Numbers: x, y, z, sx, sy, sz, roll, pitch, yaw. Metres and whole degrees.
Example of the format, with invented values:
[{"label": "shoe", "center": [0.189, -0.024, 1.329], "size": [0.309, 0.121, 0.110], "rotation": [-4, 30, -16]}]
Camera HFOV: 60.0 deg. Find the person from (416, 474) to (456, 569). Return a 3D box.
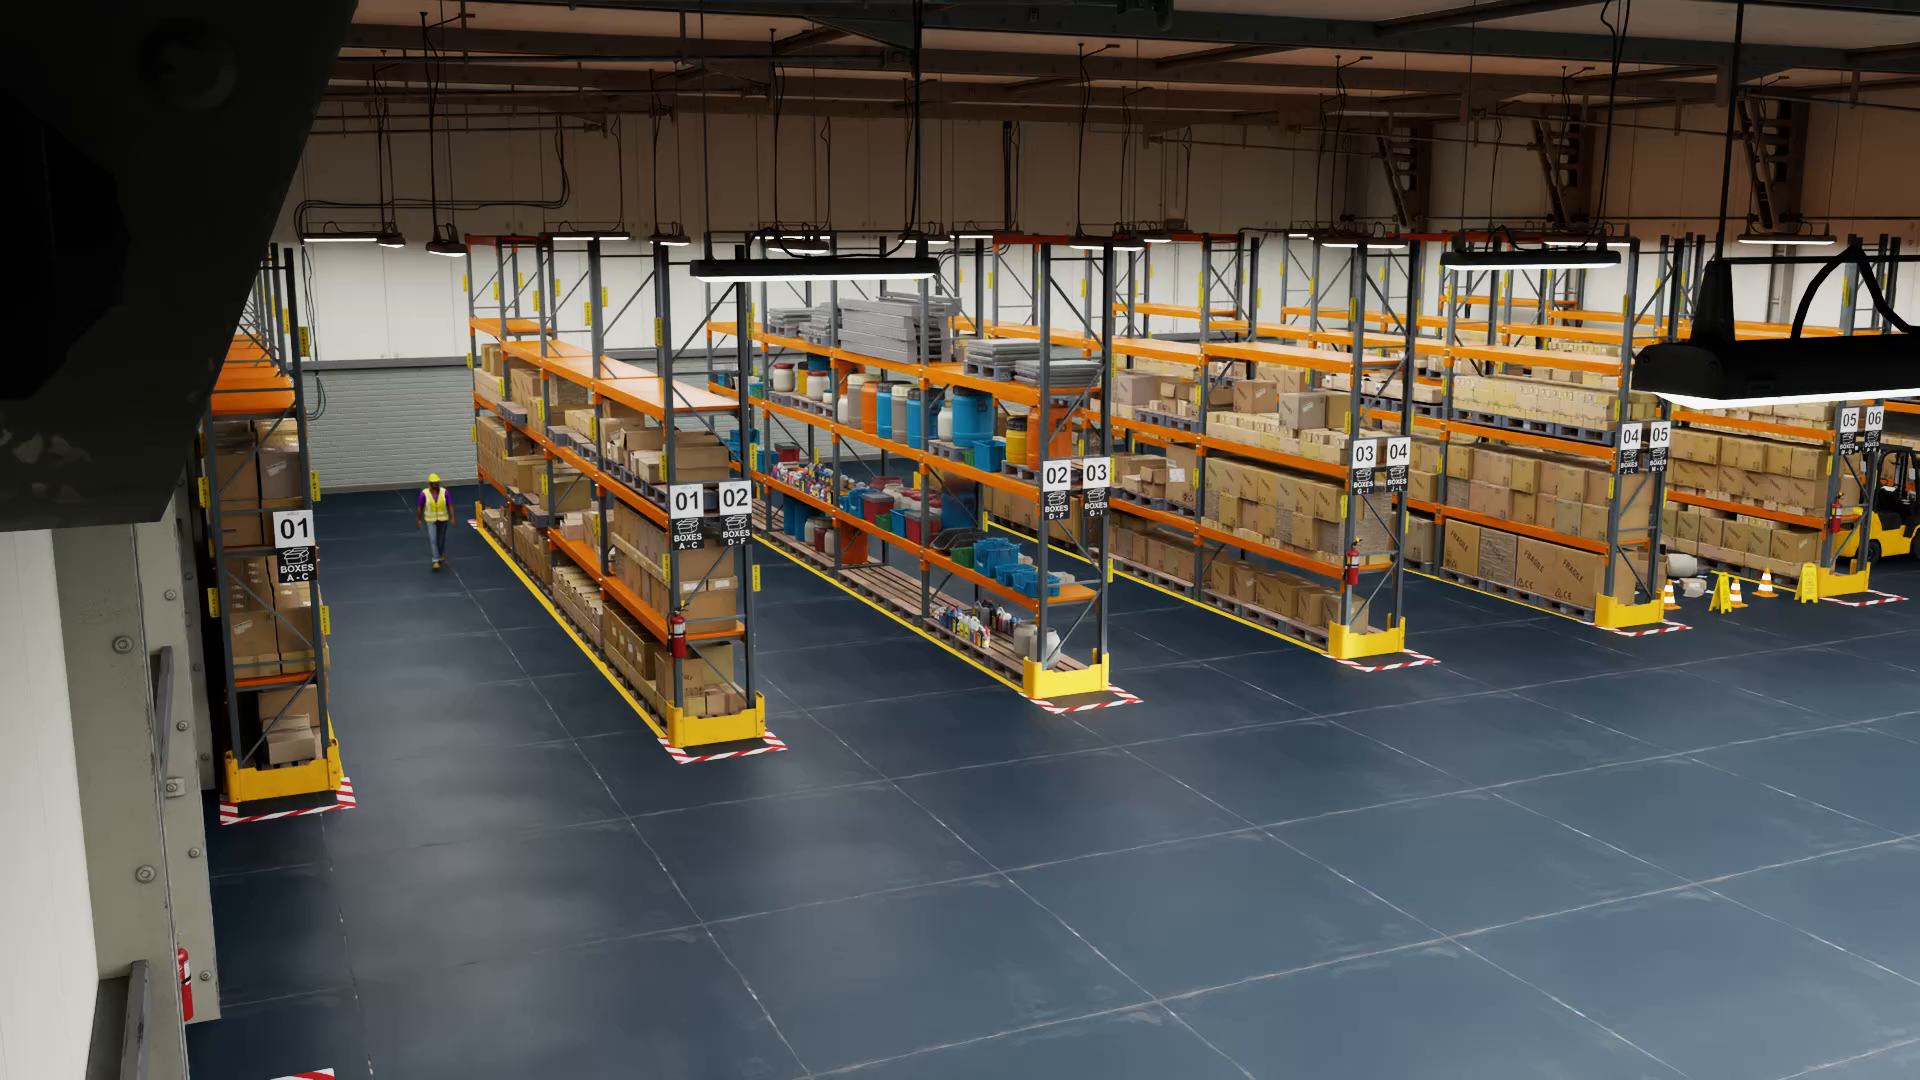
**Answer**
[{"label": "person", "center": [-9.589, -0.364, 30.435], "size": [0.674, 1.708, 1.085], "rotation": [-5, 12, -23]}]
